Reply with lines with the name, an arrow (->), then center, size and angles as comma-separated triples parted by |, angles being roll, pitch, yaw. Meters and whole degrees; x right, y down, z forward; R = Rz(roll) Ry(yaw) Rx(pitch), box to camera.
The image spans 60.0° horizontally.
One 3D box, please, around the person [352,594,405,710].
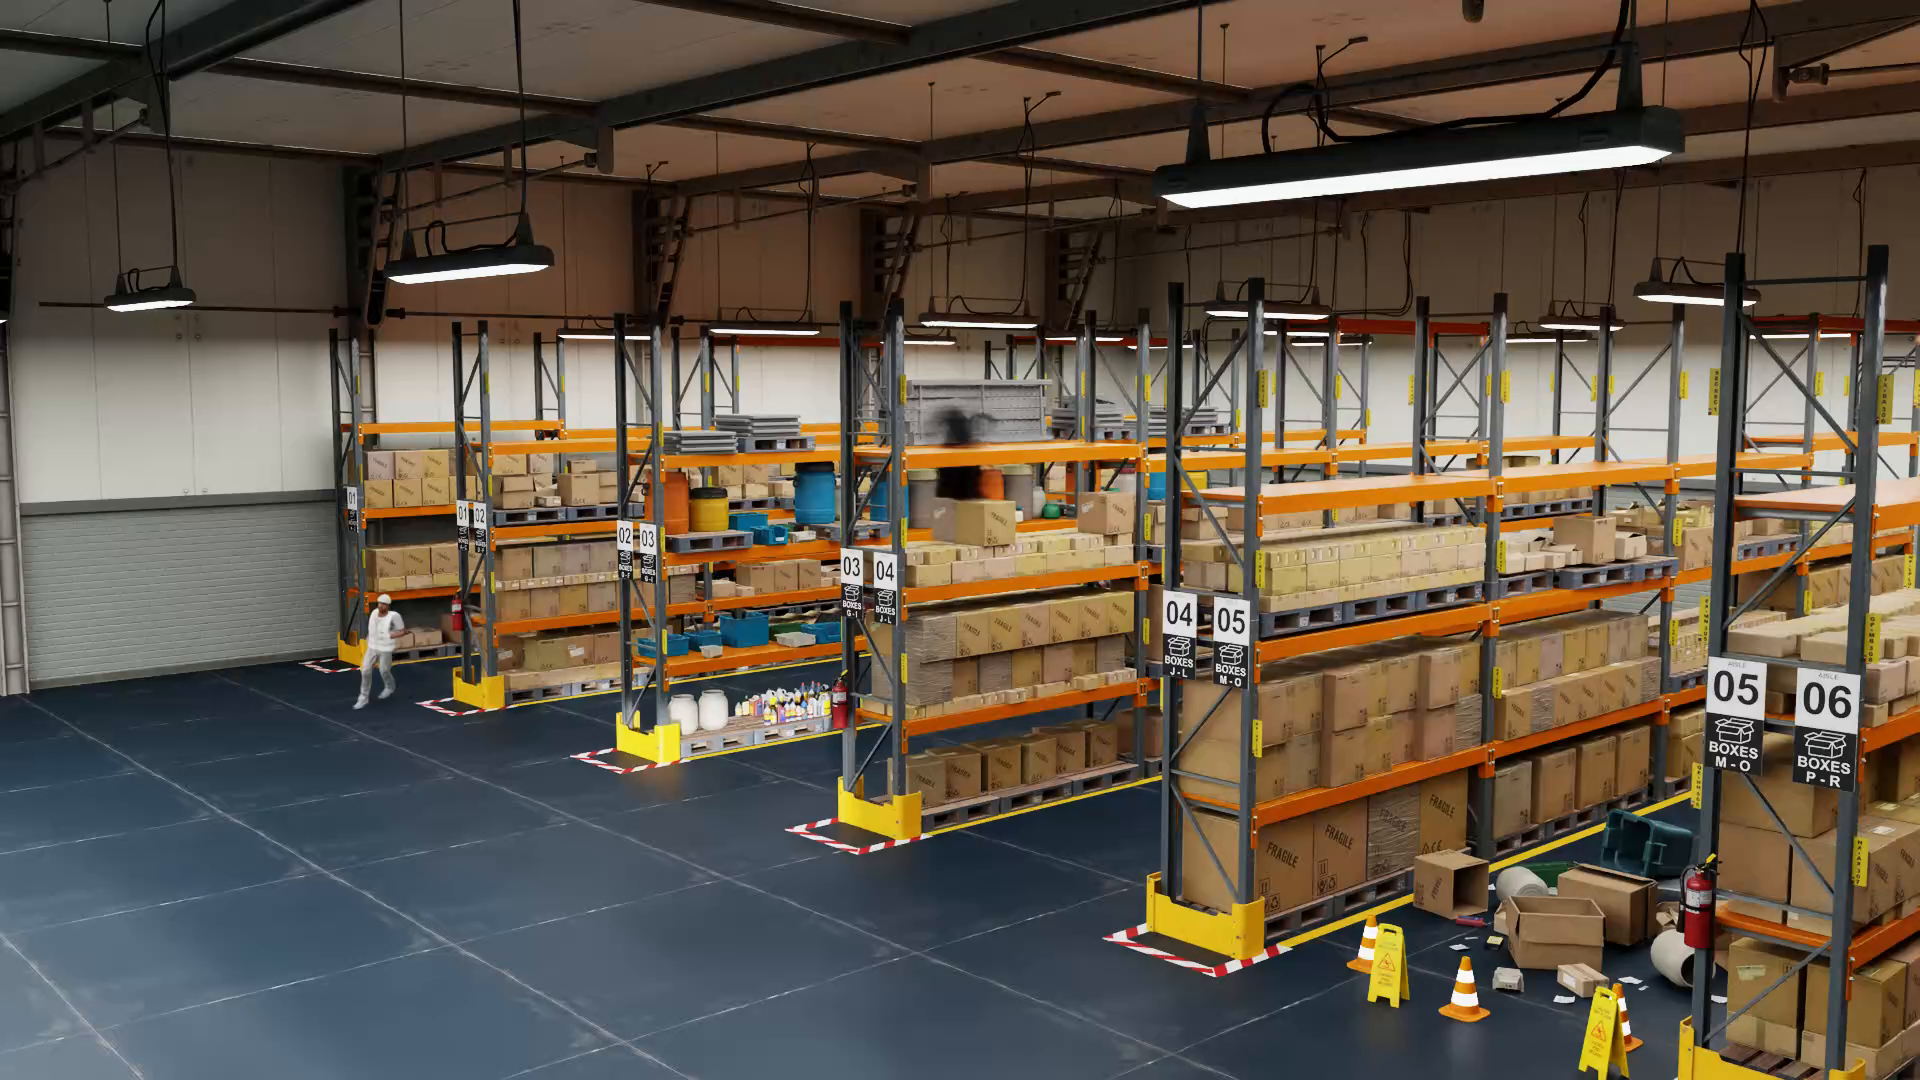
person -> -9.017, 1.722, 26.079 | 0.729, 1.785, 0.900 | 1, 6, 11
